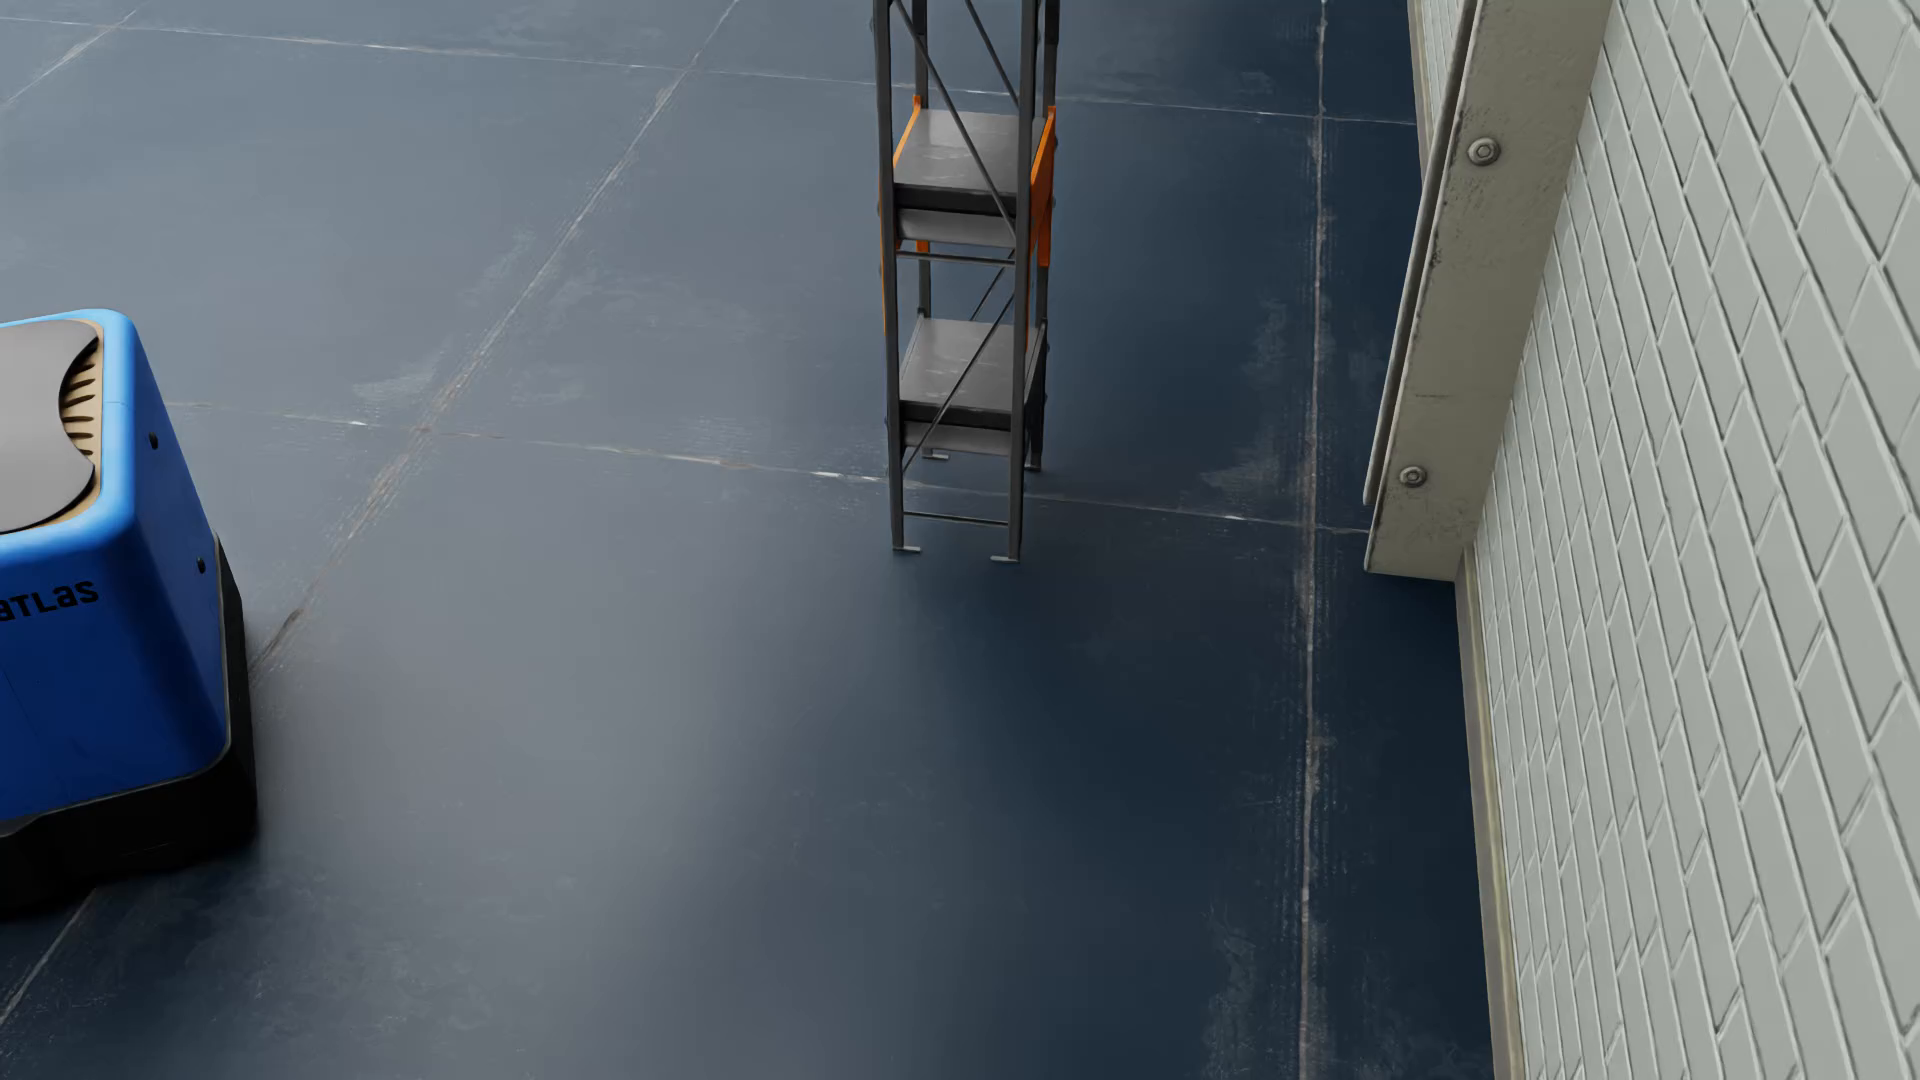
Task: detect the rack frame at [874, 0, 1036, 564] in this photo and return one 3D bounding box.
[{"bbox_3d":[-0.014,-0.760,4.521,0.400,2.100,0.015,6,40,8],"label":"rack frame"}]

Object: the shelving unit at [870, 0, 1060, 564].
[{"bbox_3d":[0.029,-0.913,4.707,0.431,2.100,0.503,6,40,8],"label":"shelving unit"}]

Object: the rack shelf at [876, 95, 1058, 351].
[{"bbox_3d":[0.029,-0.903,4.715,0.431,0.518,0.480,6,40,8],"label":"rack shelf"}]

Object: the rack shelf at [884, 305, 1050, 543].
[{"bbox_3d":[0.029,-0.363,5.161,0.431,0.518,0.480,6,40,8],"label":"rack shelf"}]

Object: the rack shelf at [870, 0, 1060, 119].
[{"bbox_3d":[0.029,-1.442,4.269,0.431,0.518,0.480,6,40,8],"label":"rack shelf"}]

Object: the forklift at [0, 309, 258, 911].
[{"bbox_3d":[-3.387,-0.297,3.309,3.031,2.935,1.130,-14,42,-16],"label":"forklift"}]

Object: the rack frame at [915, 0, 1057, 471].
[{"bbox_3d":[0.071,-1.066,4.892,0.400,2.100,0.015,6,40,8],"label":"rack frame"}]

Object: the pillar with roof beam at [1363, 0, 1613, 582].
[{"bbox_3d":[-2.805,-3.953,2.969,9.100,9.000,0.400,6,40,8],"label":"pillar with roof beam"}]
